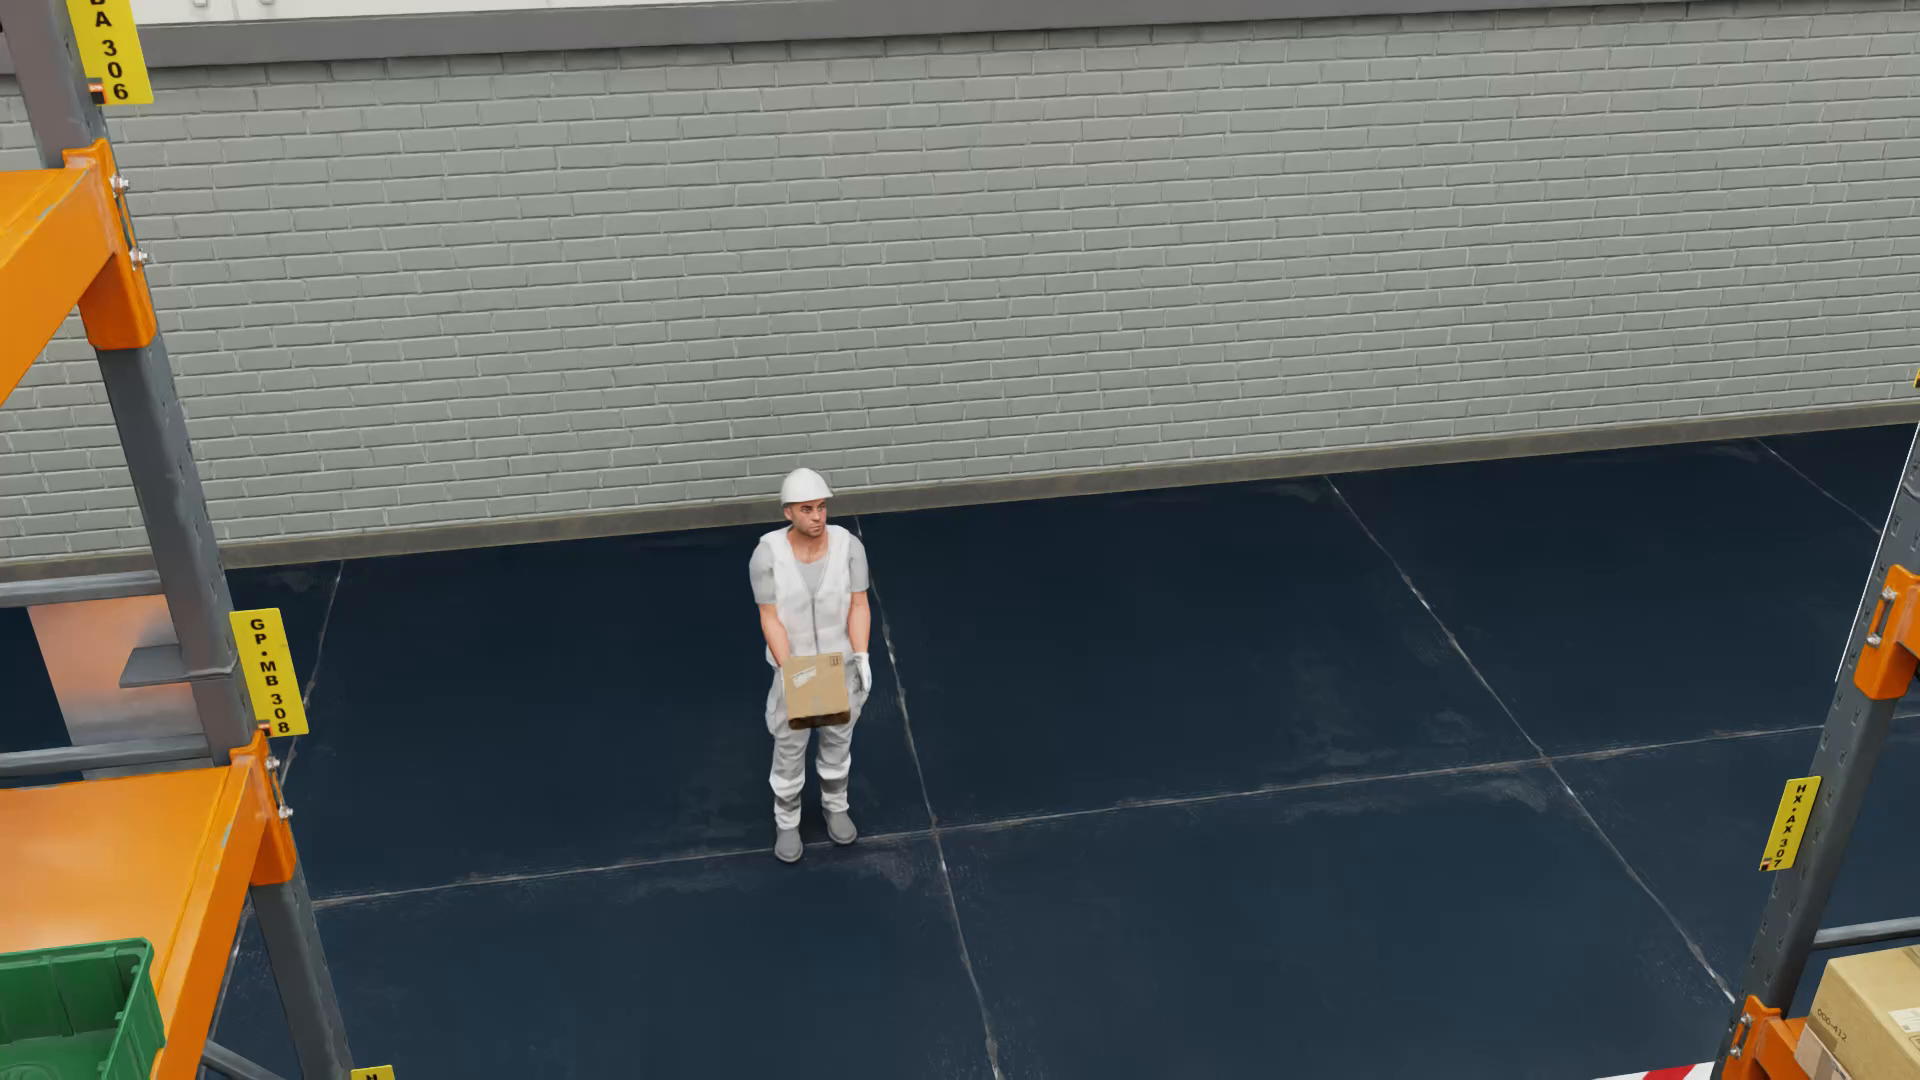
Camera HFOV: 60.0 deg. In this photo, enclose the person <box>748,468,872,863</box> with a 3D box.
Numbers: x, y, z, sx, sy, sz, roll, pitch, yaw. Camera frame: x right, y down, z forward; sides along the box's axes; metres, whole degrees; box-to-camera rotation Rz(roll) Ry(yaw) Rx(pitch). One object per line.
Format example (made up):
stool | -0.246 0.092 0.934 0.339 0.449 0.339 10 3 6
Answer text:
person | -0.610 0.565 7.148 0.527 1.793 0.546 -10 32 -16
